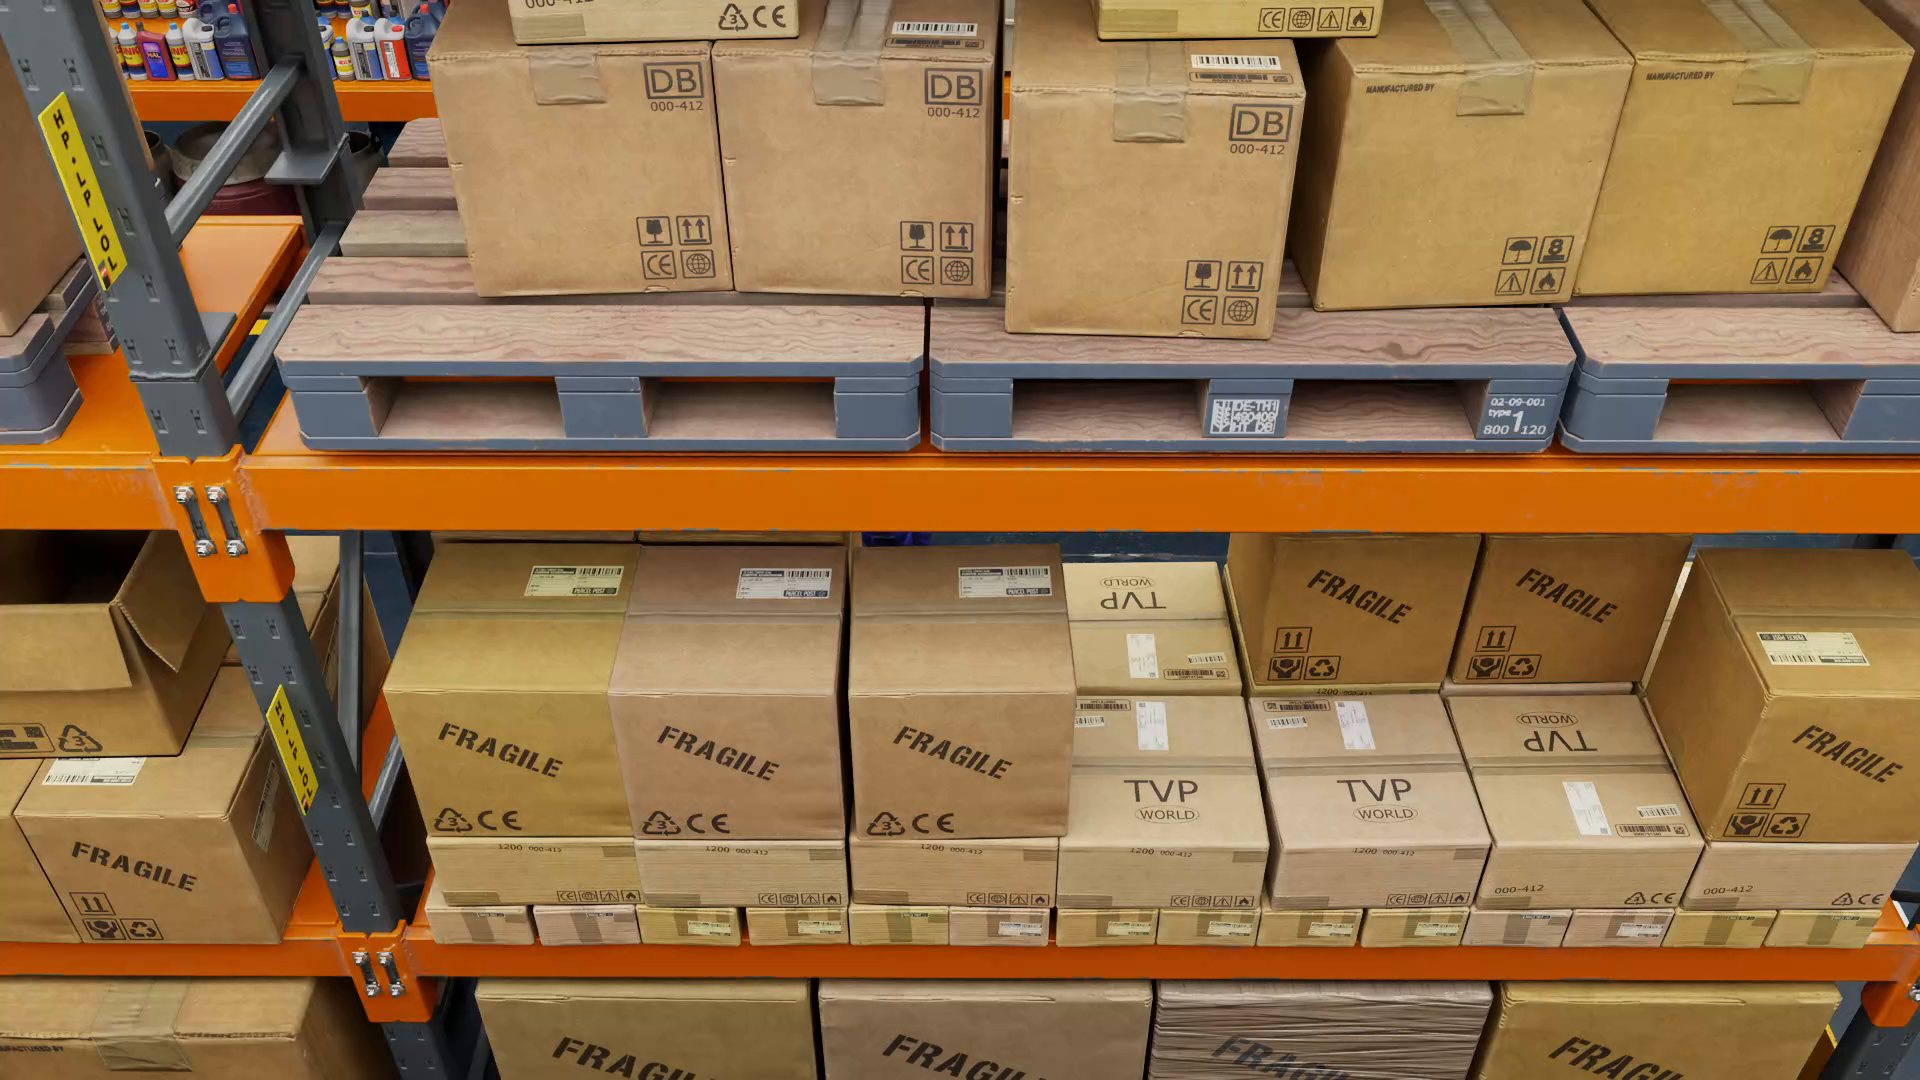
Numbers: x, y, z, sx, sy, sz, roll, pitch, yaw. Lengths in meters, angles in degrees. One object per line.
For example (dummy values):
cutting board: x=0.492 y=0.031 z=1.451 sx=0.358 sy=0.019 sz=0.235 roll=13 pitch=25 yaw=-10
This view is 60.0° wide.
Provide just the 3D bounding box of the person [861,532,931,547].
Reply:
person: x=-0.251 y=0.177 z=5.947 sx=0.349 sy=1.655 sz=0.510 roll=0 pitch=40 yaw=0
